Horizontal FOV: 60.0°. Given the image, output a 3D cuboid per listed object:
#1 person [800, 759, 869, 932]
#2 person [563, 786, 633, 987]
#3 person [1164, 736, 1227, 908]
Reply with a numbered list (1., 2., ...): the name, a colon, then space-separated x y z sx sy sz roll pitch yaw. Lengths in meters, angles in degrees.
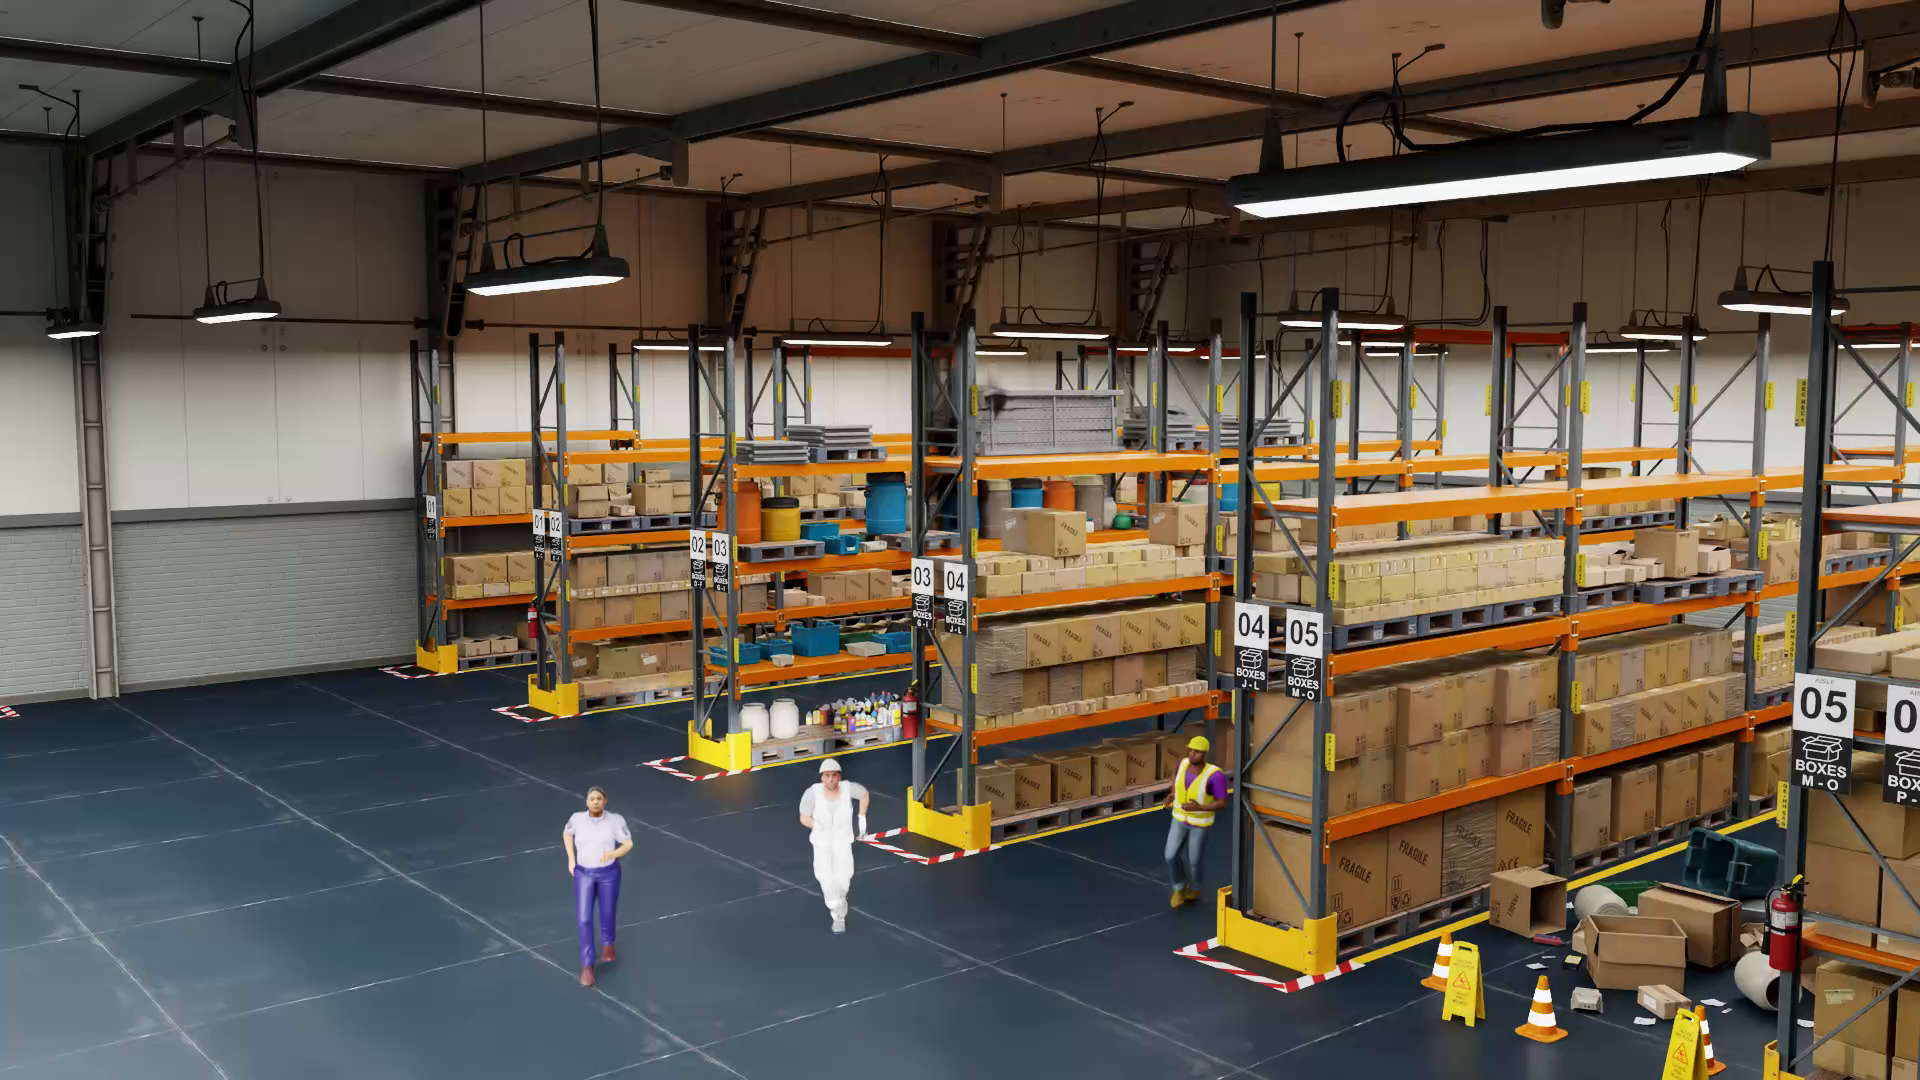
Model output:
1. person: -1.177 2.867 15.545 0.632 1.717 0.745 0 5 -1
2. person: -3.183 2.996 14.634 0.611 1.693 0.751 -1 5 -9
3. person: 2.338 2.797 16.417 0.675 1.789 0.665 3 6 33
